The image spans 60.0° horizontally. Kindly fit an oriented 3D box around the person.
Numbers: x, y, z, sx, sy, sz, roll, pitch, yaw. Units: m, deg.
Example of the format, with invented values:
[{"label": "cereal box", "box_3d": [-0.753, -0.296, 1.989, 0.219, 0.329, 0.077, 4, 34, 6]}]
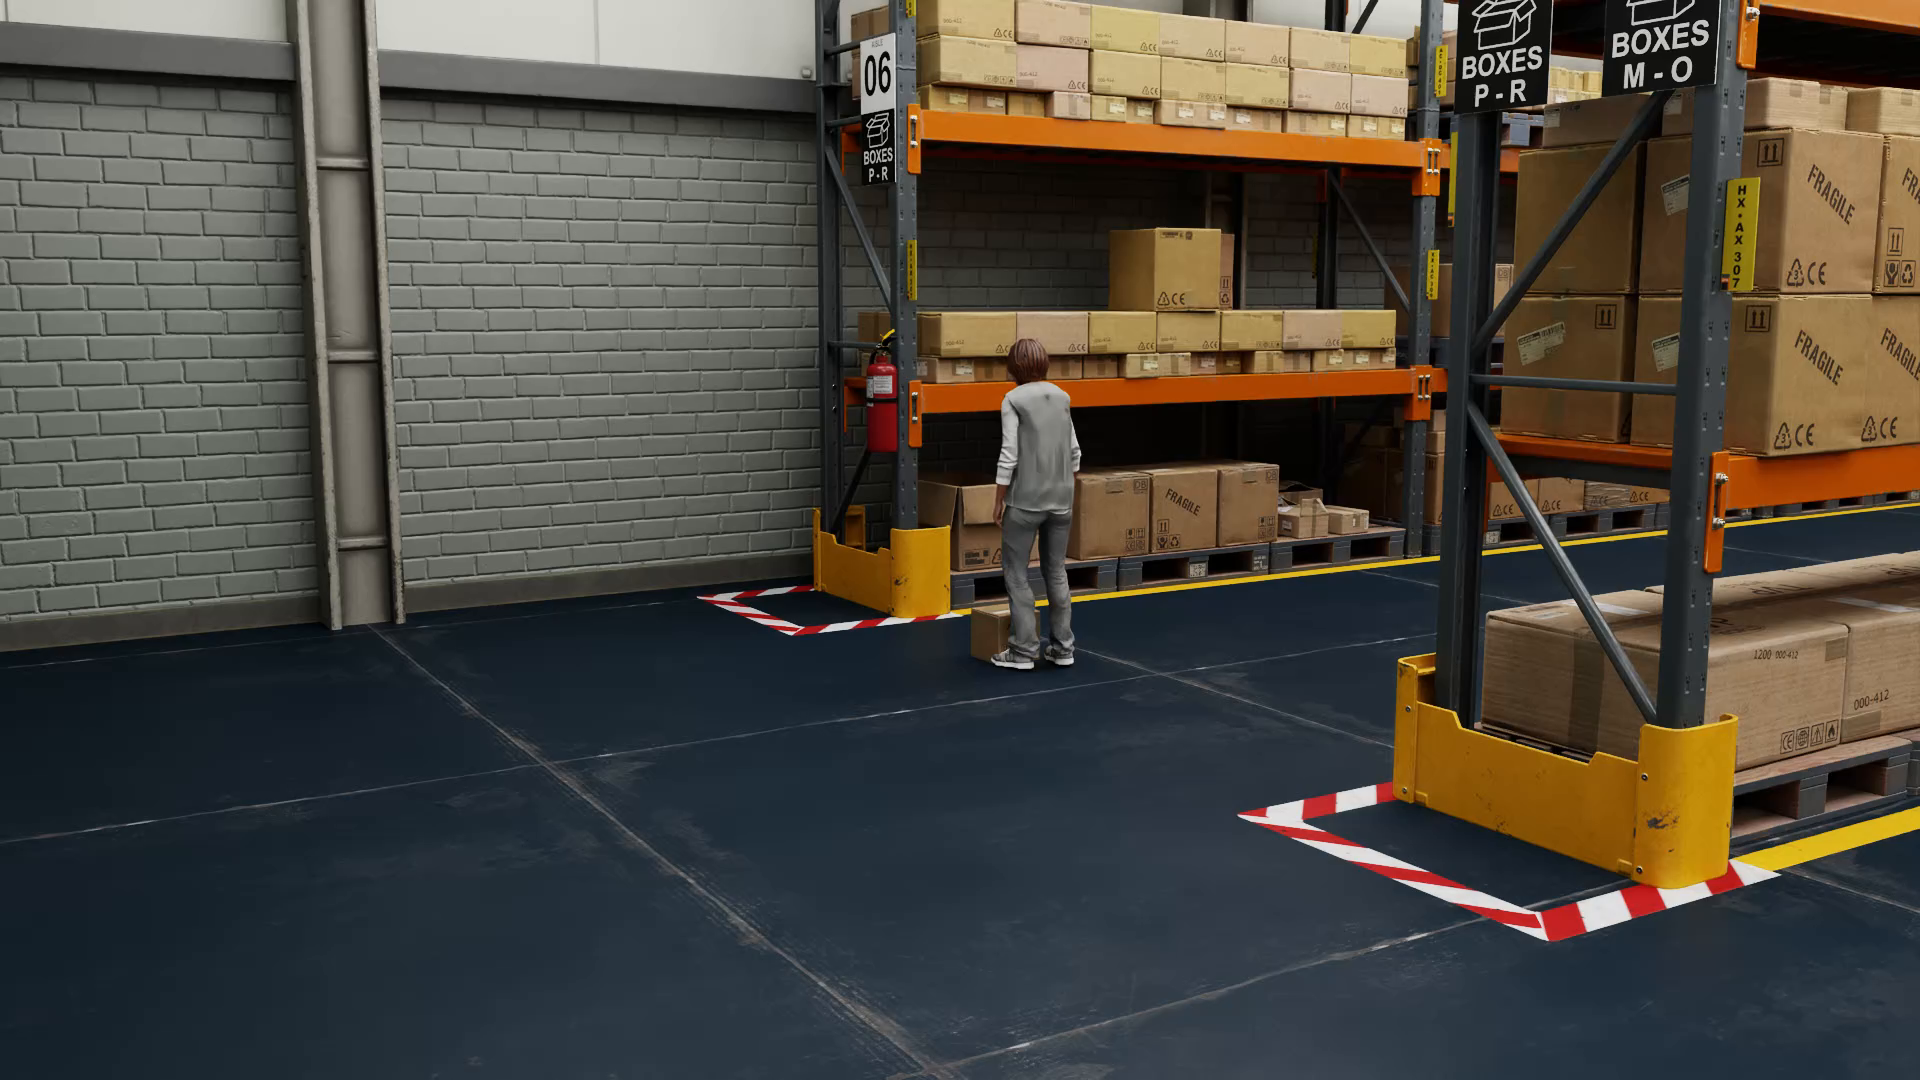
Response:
[{"label": "person", "box_3d": [0.359, -0.166, 8.007, 0.459, 1.591, 0.369, -5, 10, -31]}]
